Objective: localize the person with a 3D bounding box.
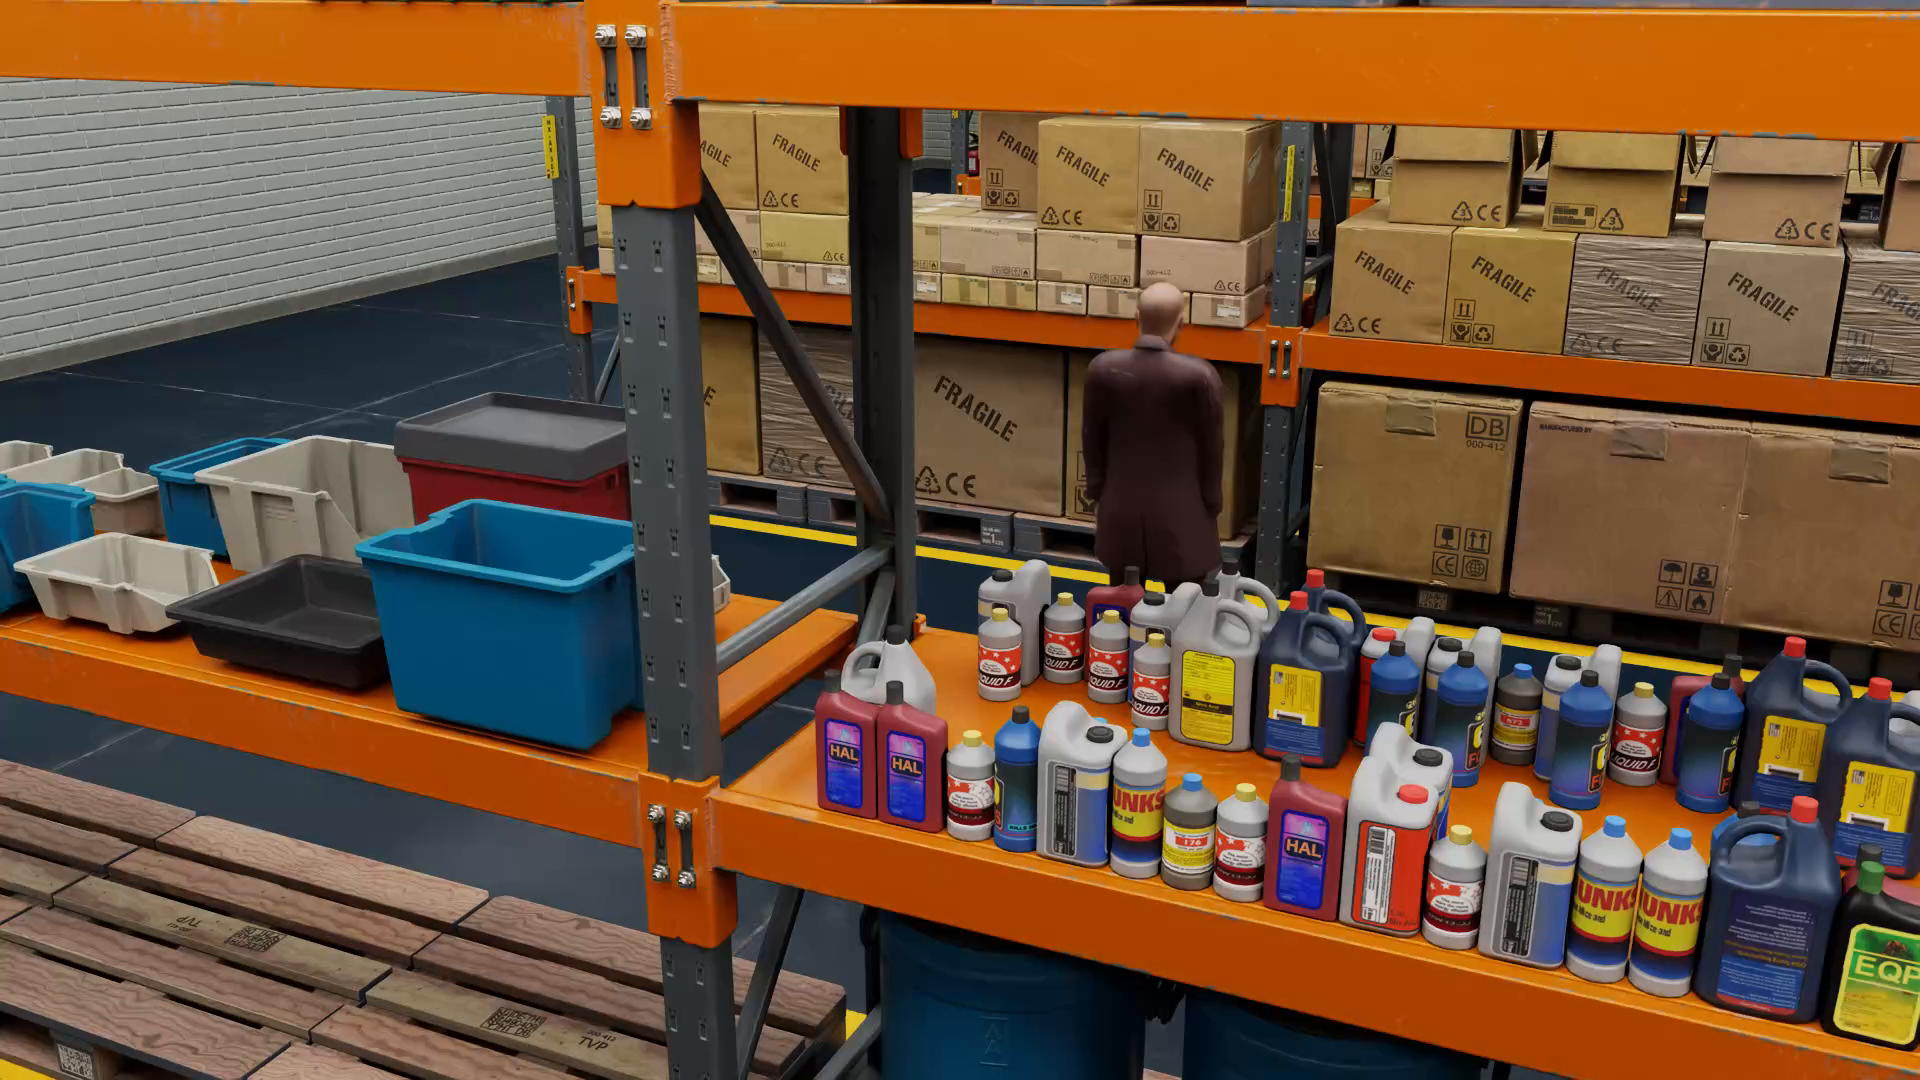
[{"bbox_3d":[0.752,-0.122,6.481,0.569,1.764,0.382,9,21,24],"label":"person"}]
